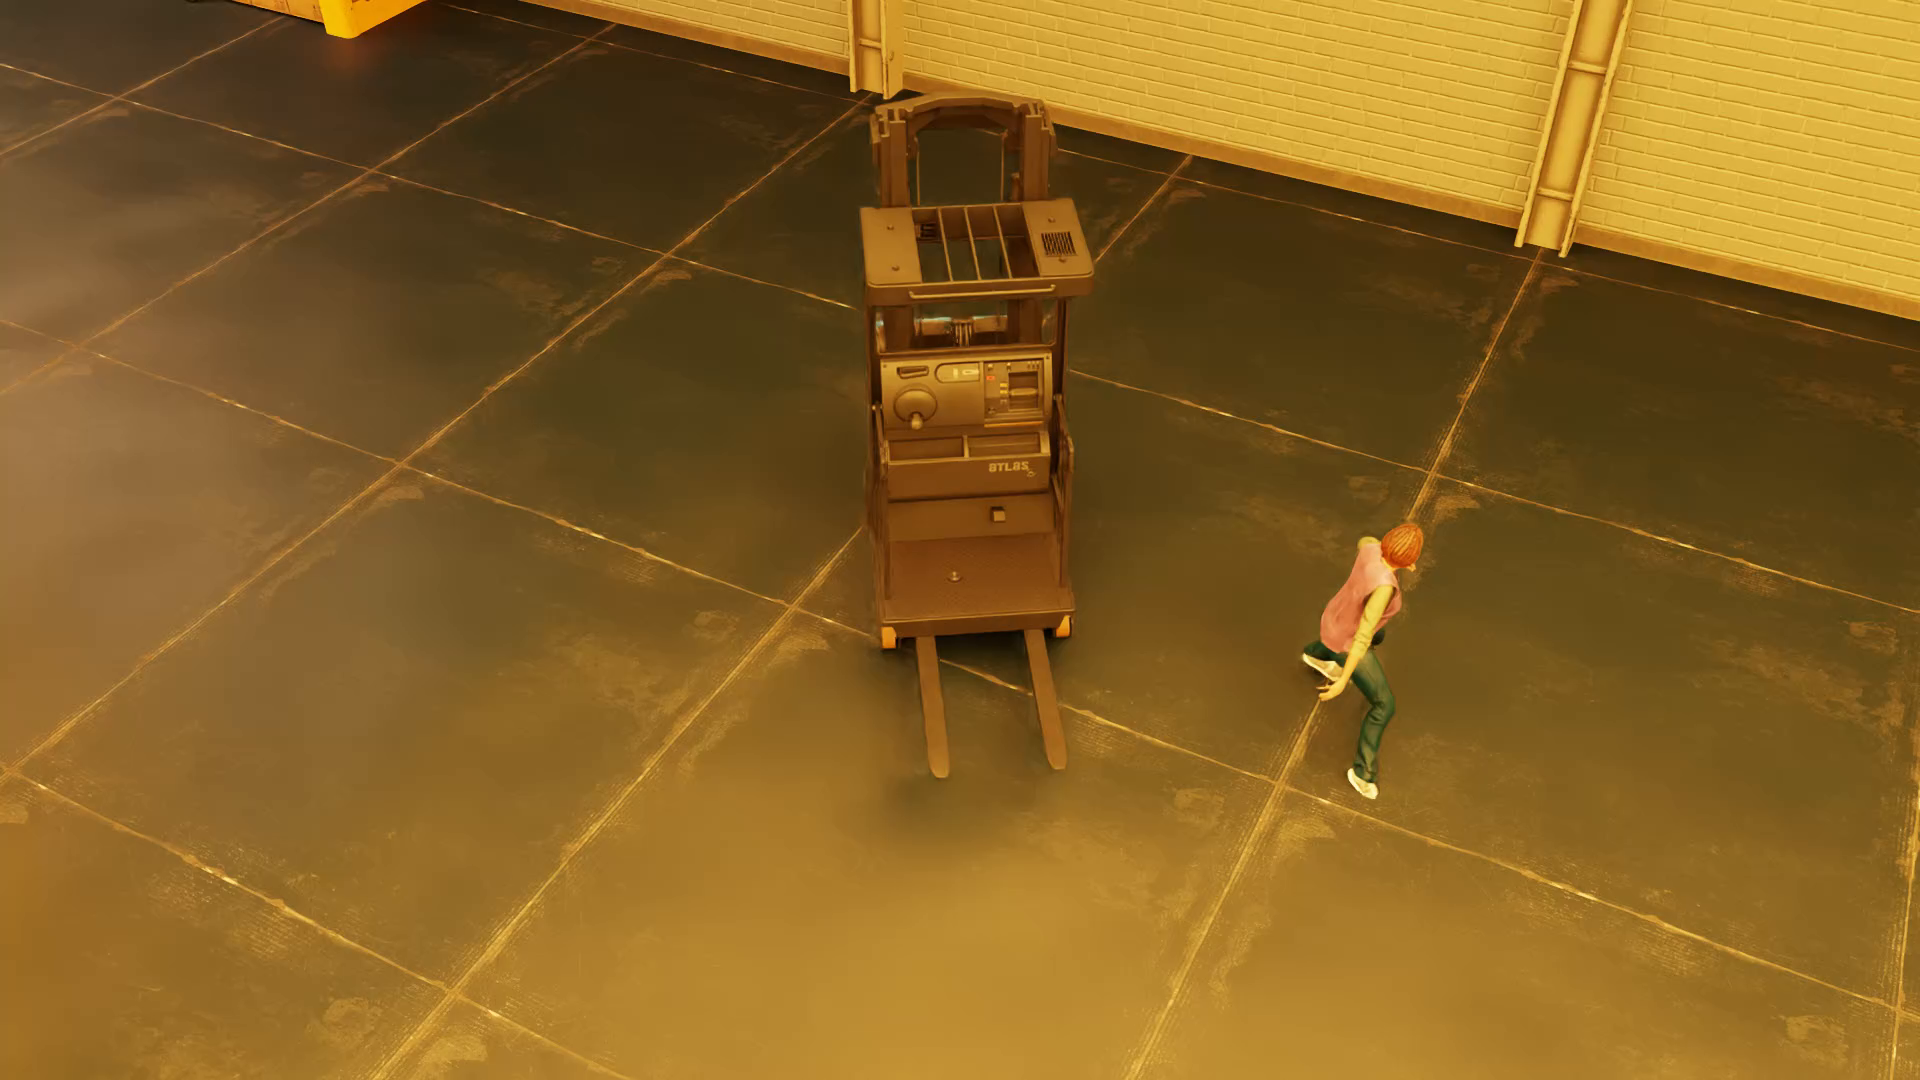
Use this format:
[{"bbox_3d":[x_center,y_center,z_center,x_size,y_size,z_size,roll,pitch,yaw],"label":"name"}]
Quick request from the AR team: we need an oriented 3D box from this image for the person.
[{"bbox_3d":[2.065,0.543,8.568,0.498,1.517,0.984,8,41,9],"label":"person"}]

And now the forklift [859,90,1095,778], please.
[{"bbox_3d":[0.061,-0.730,8.853,1.130,2.935,3.031,-4,40,-4],"label":"forklift"}]
